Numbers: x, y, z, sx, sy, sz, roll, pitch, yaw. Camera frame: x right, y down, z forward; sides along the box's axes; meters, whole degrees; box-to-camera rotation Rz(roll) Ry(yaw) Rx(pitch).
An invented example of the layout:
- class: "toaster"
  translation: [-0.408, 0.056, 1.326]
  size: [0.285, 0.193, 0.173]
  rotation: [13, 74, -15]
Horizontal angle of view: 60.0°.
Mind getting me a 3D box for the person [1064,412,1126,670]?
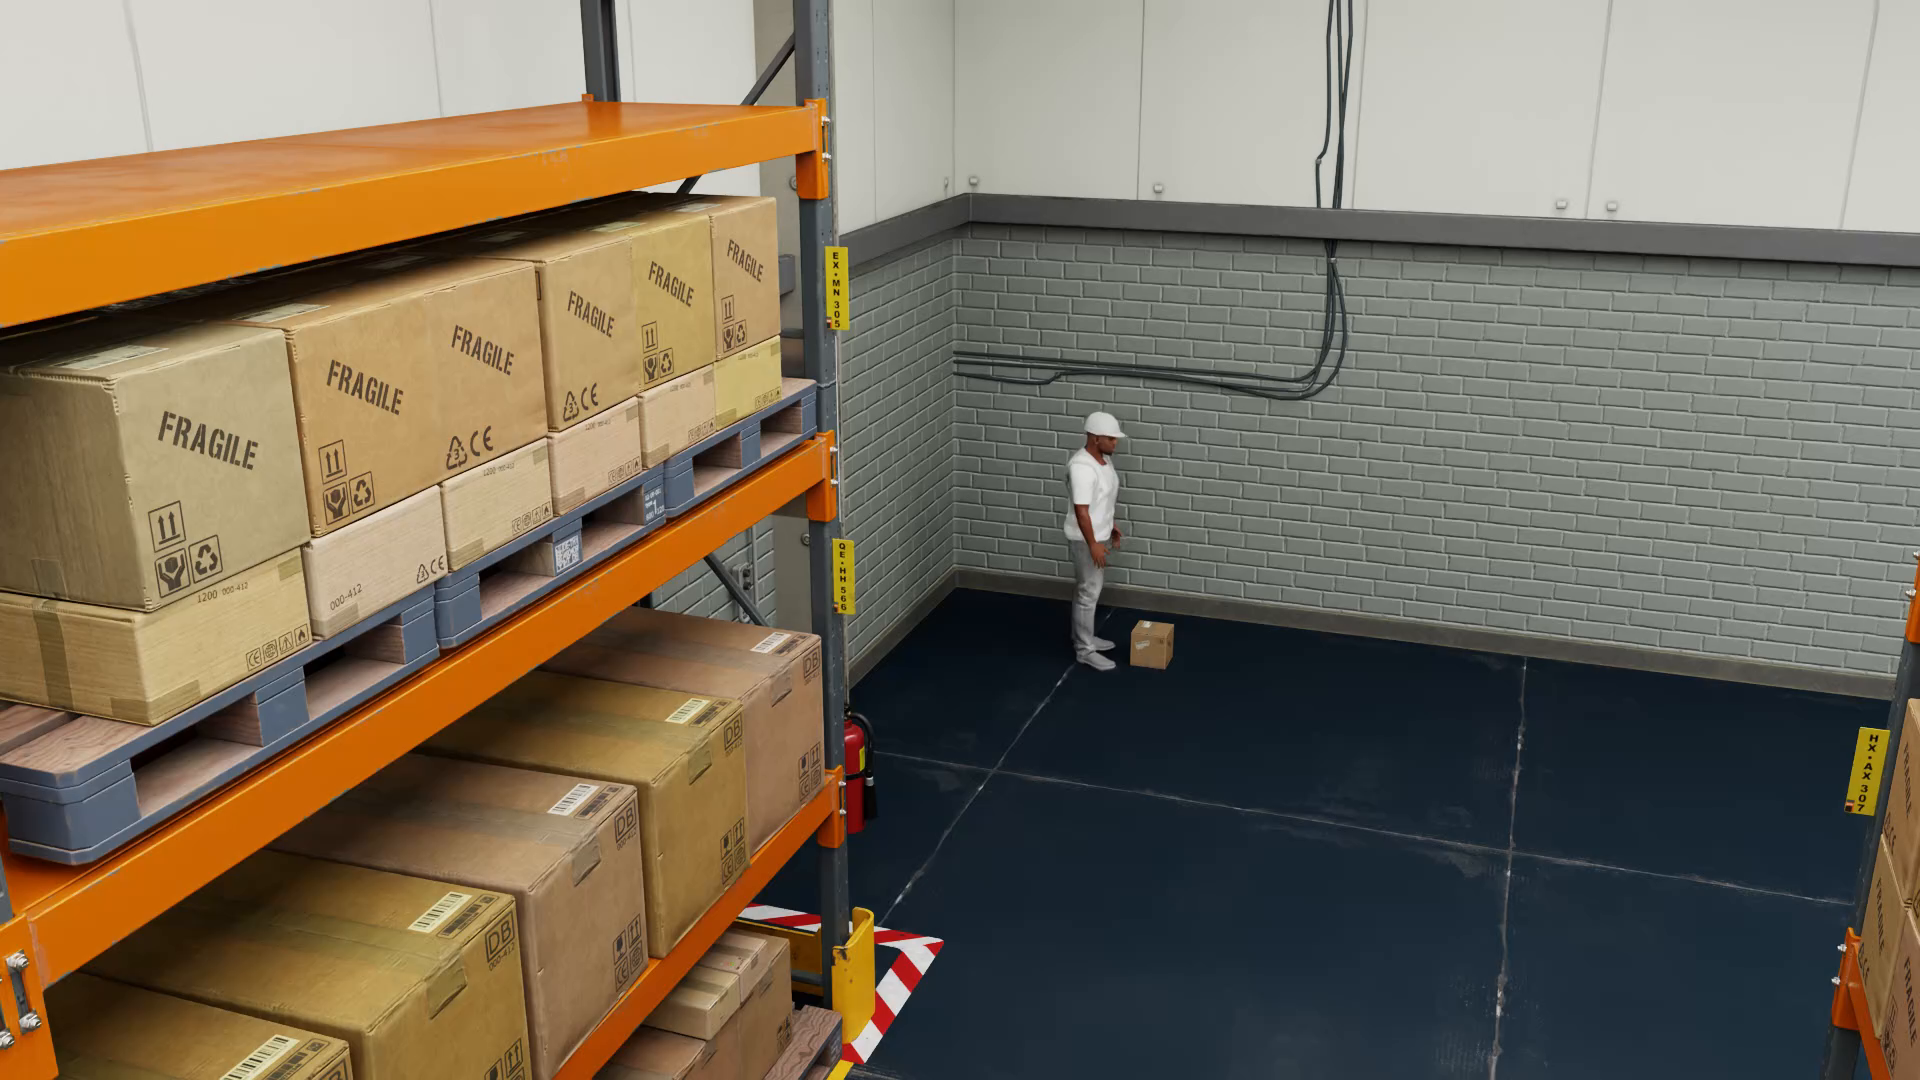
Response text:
- class: "person"
  translation: [0.952, -0.027, 11.586]
  size: [0.437, 1.777, 0.574]
  rotation: [7, 20, 19]
